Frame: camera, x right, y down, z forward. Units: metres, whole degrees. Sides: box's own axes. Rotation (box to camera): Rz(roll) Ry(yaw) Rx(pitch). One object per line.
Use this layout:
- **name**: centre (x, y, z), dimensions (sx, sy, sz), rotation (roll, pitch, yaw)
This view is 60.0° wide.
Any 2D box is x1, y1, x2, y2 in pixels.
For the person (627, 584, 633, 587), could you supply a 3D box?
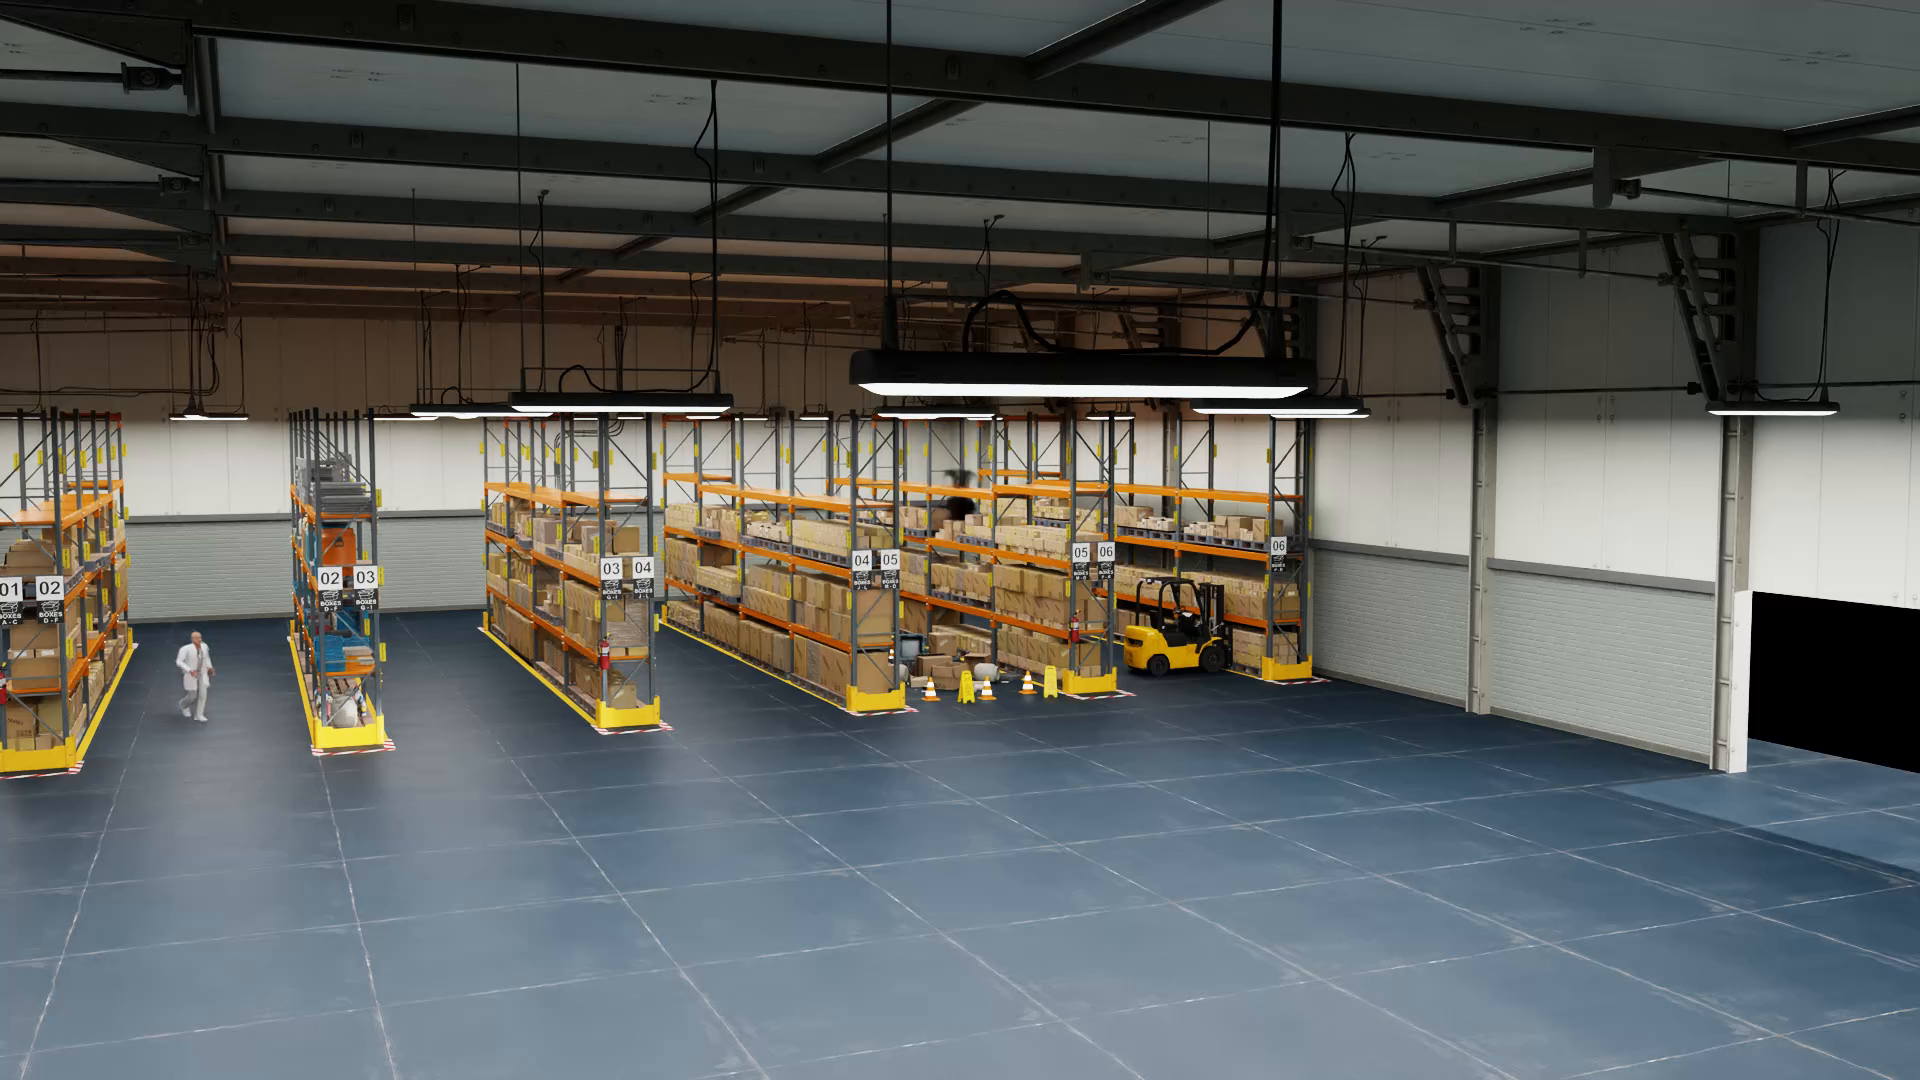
- **person**: centre (-9.611, 1.541, 47.797), dimensions (0.682, 1.705, 0.756), rotation (-2, 5, -28)

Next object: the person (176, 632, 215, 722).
- **person**: centre (-14.785, 2.621, 32.029), dimensions (0.844, 1.733, 0.709), rotation (3, 5, 40)
